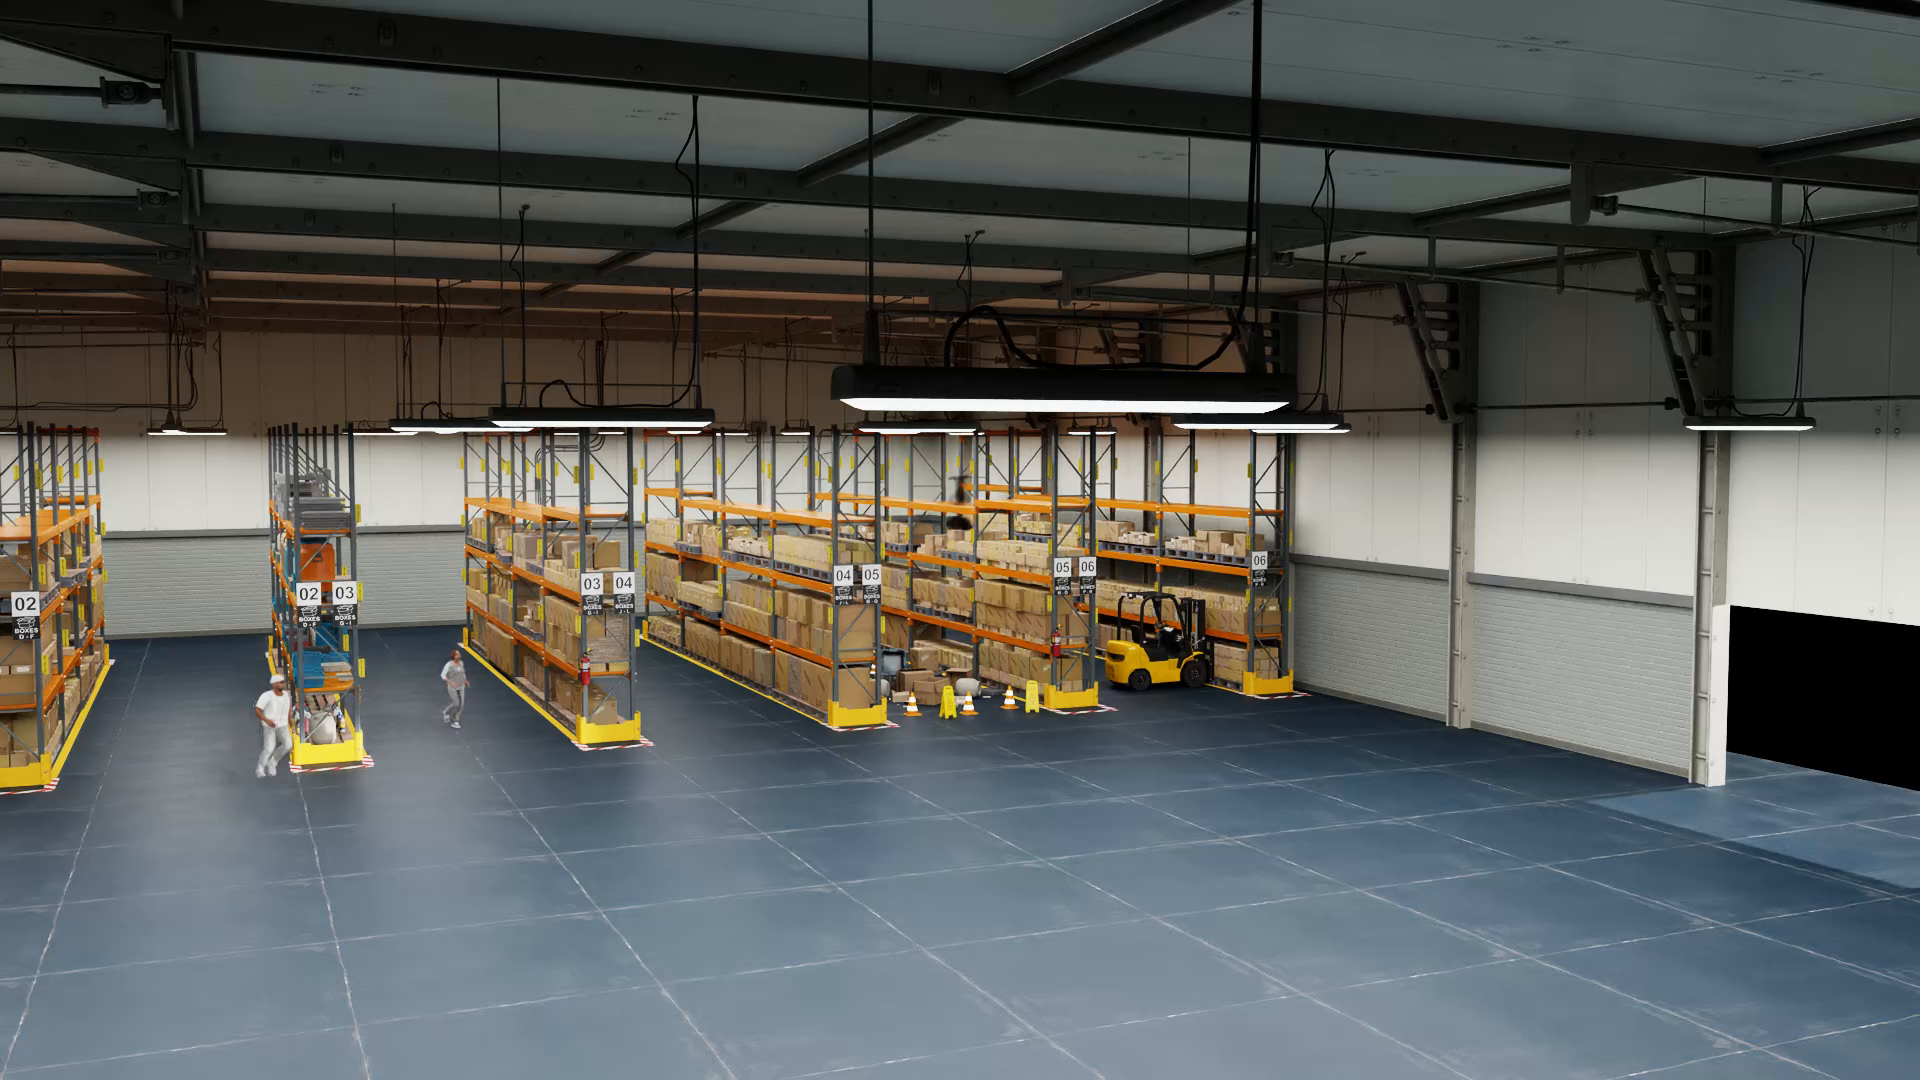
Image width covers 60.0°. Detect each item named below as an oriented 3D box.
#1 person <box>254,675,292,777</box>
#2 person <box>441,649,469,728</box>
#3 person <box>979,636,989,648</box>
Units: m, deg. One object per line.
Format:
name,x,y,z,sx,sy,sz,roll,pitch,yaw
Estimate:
person,-11.564,3.137,28.170,0.580,1.701,0.765,2,4,32
person,-9.993,2.936,32.882,0.532,1.553,0.499,3,4,38
person,0.618,2.217,43.732,0.587,1.681,0.837,-2,4,-29
